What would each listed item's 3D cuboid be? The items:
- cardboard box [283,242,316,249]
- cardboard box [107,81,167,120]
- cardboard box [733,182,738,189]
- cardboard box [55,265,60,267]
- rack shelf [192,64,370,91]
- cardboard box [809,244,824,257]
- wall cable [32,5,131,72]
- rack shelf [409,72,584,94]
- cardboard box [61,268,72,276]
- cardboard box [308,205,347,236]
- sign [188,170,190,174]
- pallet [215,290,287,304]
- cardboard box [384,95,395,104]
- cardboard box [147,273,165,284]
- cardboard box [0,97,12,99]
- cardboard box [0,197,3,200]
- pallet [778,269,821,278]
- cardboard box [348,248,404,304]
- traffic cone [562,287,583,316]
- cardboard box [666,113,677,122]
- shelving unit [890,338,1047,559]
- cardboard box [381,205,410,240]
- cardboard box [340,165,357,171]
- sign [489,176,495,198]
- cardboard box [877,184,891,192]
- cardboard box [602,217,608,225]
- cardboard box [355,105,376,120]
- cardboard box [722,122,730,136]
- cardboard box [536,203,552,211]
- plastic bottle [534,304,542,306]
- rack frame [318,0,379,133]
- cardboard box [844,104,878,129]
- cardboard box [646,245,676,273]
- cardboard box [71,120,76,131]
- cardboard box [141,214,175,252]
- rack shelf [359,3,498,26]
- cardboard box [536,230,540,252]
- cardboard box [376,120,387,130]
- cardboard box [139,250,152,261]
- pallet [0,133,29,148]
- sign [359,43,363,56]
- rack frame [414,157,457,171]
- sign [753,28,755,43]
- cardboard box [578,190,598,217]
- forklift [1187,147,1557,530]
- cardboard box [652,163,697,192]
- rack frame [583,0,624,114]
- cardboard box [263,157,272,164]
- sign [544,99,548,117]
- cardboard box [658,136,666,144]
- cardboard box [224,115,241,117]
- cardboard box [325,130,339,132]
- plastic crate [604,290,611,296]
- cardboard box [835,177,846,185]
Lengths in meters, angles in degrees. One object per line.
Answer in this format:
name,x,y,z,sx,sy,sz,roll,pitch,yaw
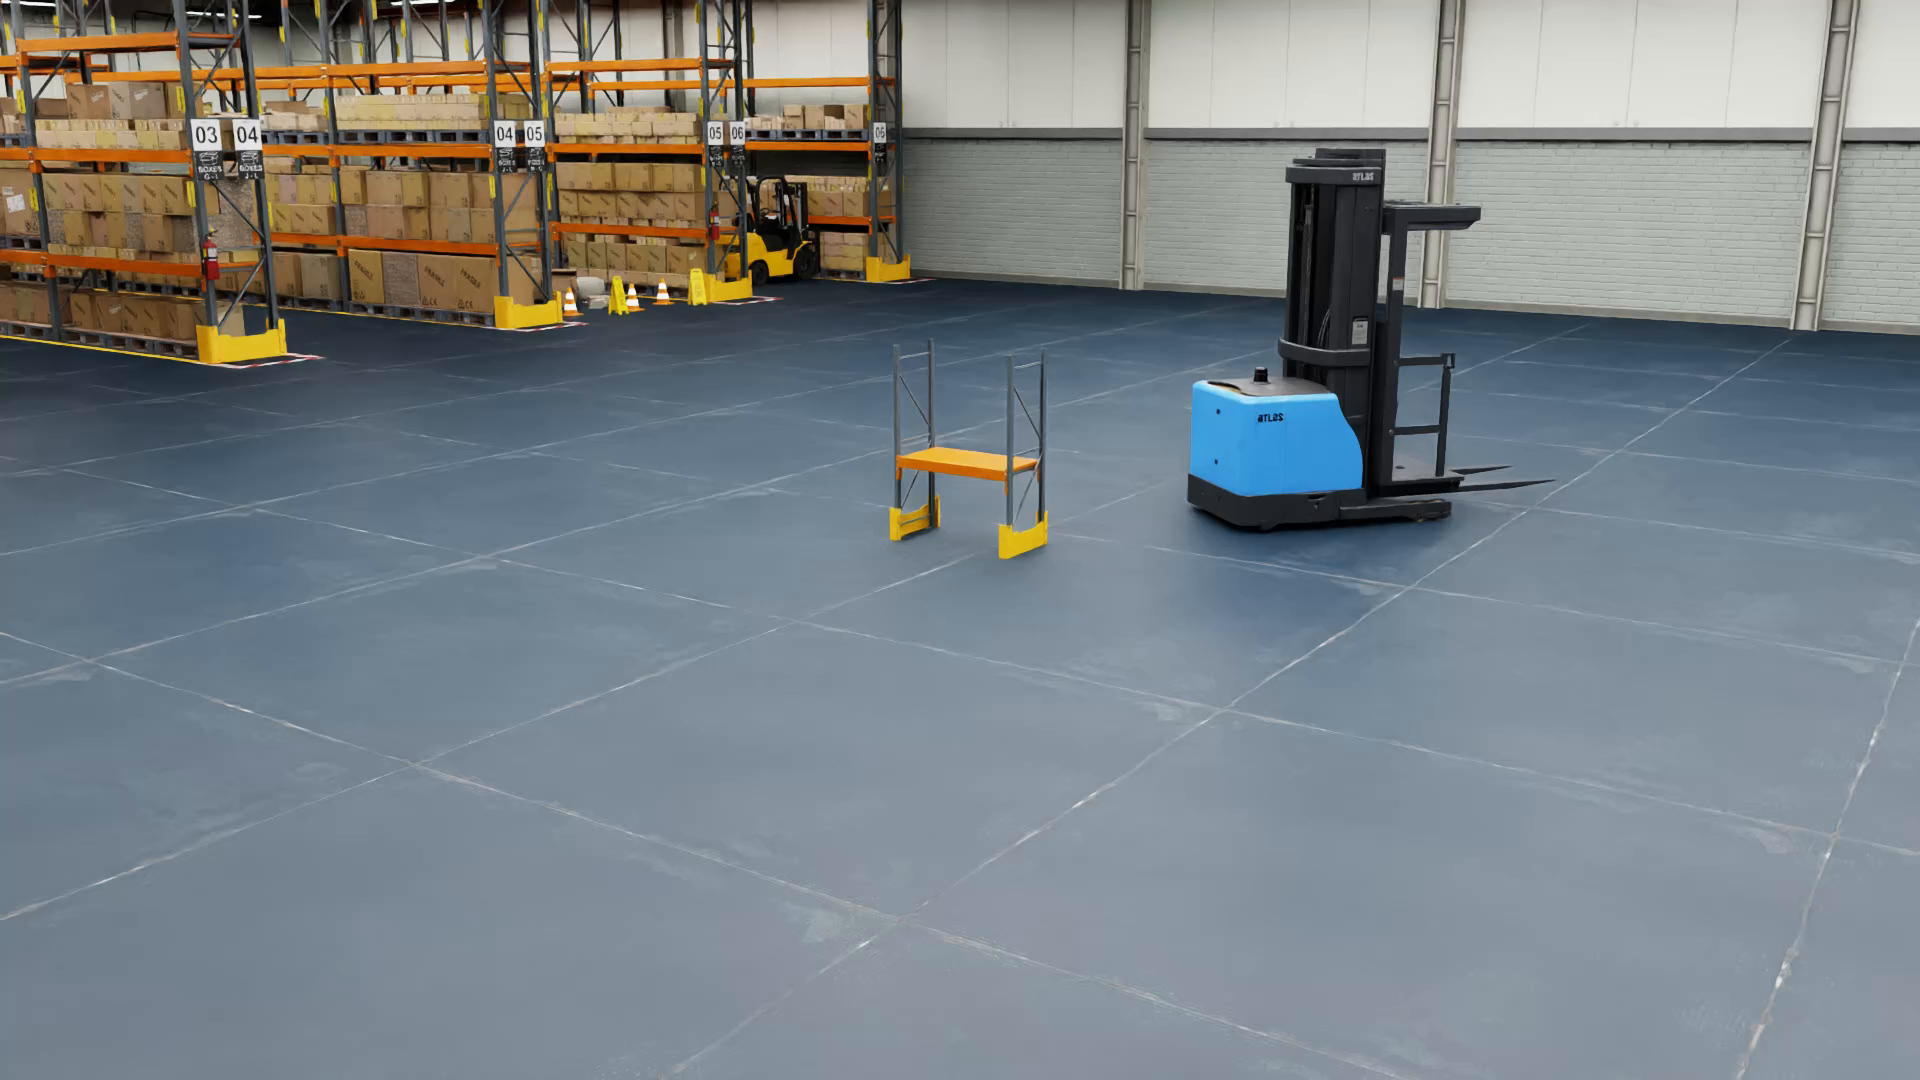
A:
cardboard box,-14.710,-6.608,37.732,0.875,0.438,0.875,9,16,32
cardboard box,-11.250,-6.006,22.732,0.500,0.500,0.500,9,17,33
cardboard box,-4.726,-7.728,36.239,0.250,0.149,0.380,9,16,32
cardboard box,-18.206,-5.634,33.782,0.250,0.149,0.380,10,17,34
rack shelf,-11.949,-8.106,29.169,4.000,0.370,1.077,9,17,33
cardboard box,-2.953,-6.172,35.322,0.500,0.250,0.500,9,16,32
wall cable,-22.023,-11.847,41.953,0.029,3.000,2.355,9,17,33
rack shelf,-9.270,-9.106,33.211,4.000,0.370,1.077,9,17,33
cardboard box,-17.867,-5.420,33.535,0.250,0.149,0.380,9,16,31
cardboard box,-10.871,-5.534,28.727,0.500,0.500,0.500,9,17,32
sign,-17.882,-8.427,38.657,0.005,0.325,0.100,9,17,33
pallet,-12.996,-4.531,30.686,1.213,0.211,1.003,9,17,33
cardboard box,-9.120,-7.155,27.024,0.250,0.149,0.380,9,17,33
cardboard box,-15.177,-5.170,31.793,0.500,0.500,0.500,8,16,30
cardboard box,-15.091,-6.627,25.860,0.500,0.500,0.500,10,17,34
cardboard box,-15.471,-5.163,26.354,0.500,0.500,0.700,12,19,41
pallet,-3.190,-5.827,35.924,1.213,0.211,1.003,9,17,33
cardboard box,-9.806,-4.543,28.480,0.875,0.875,0.875,9,17,34
traffic cone,-6.618,-4.055,28.241,0.334,0.463,0.336,9,17,33
cardboard box,-5.151,-7.713,30.360,0.250,0.149,0.380,9,16,32
shelving unit,0.063,-0.718,12.602,1.083,1.500,0.587,9,17,33
cardboard box,-9.125,-5.329,27.797,0.550,0.550,0.875,9,17,33
cardboard box,-13.192,-7.829,35.919,0.500,0.500,0.500,9,16,31
sign,-7.285,-5.503,25.908,0.005,0.325,0.100,9,17,33
cardboard box,-1.661,-7.384,34.850,0.250,0.149,0.380,9,16,31
cardboard box,-6.628,-6.118,31.819,0.250,0.149,0.380,9,17,33
cardboard box,-9.620,-7.060,27.469,0.500,0.250,0.500,9,17,32
cardboard box,-4.560,-7.581,30.656,0.500,0.250,0.500,9,16,32
cardboard box,-8.191,-6.565,32.750,0.250,0.149,0.380,9,17,34
plastic bottle,-7.453,-4.123,29.351,0.283,0.061,0.133,3,14,14
rack frame,-10.289,-8.381,27.951,0.127,3.000,1.000,9,17,33
cardboard box,-2.028,-8.691,34.155,0.500,0.500,0.500,10,17,35
cardboard box,-5.537,-5.291,31.241,0.500,0.500,0.500,10,17,35
cardboard box,-12.343,-5.878,23.565,0.250,0.149,0.380,10,17,34
cardboard box,-10.745,-4.272,23.011,0.500,0.500,0.875,9,17,33
rack shelf,-13.141,-12.977,41.098,4.000,0.370,1.077,9,17,33
cardboard box,-9.920,-7.205,40.014,0.500,0.500,0.500,8,16,31
cardboard box,-9.332,-6.802,27.259,0.250,0.149,0.380,9,16,32
cardboard box,-11.220,-3.996,23.247,0.250,0.149,0.380,9,17,33
pallet,-13.594,-5.962,24.814,1.003,0.211,1.213,9,17,33
sign,-15.104,-12.364,41.935,0.005,0.325,0.100,9,17,33
rack frame,-10.930,-7.006,34.881,0.127,3.000,1.000,9,17,33
sign,-4.513,-11.009,36.295,0.005,0.325,0.100,9,17,33
cardboard box,-6.971,-6.485,31.950,0.500,0.500,0.500,9,17,33
forklift,3.466,-1.682,13.520,3.031,2.935,1.130,-4,15,-17
cardboard box,-5.253,-6.705,30.760,0.500,0.500,0.700,9,17,33
rack frame,-8.162,-10.908,38.160,0.127,3.000,1.000,9,17,33
cardboard box,-15.489,-8.518,37.351,0.250,0.149,0.380,9,17,32
sign,-7.917,-8.256,31.795,0.005,0.325,0.100,9,17,33
cardboard box,-5.343,-7.375,30.655,0.250,0.149,0.380,9,17,33
cardboard box,-12.715,-7.433,29.593,0.500,0.250,0.500,10,17,34
cardboard box,-13.394,-8.849,35.698,0.250,0.166,0.380,8,16,29
plastic crate,-6.765,-4.678,31.554,0.583,0.080,0.402,3,14,14
cardboard box,-2.393,-7.493,34.674,0.250,0.149,0.380,10,17,34
